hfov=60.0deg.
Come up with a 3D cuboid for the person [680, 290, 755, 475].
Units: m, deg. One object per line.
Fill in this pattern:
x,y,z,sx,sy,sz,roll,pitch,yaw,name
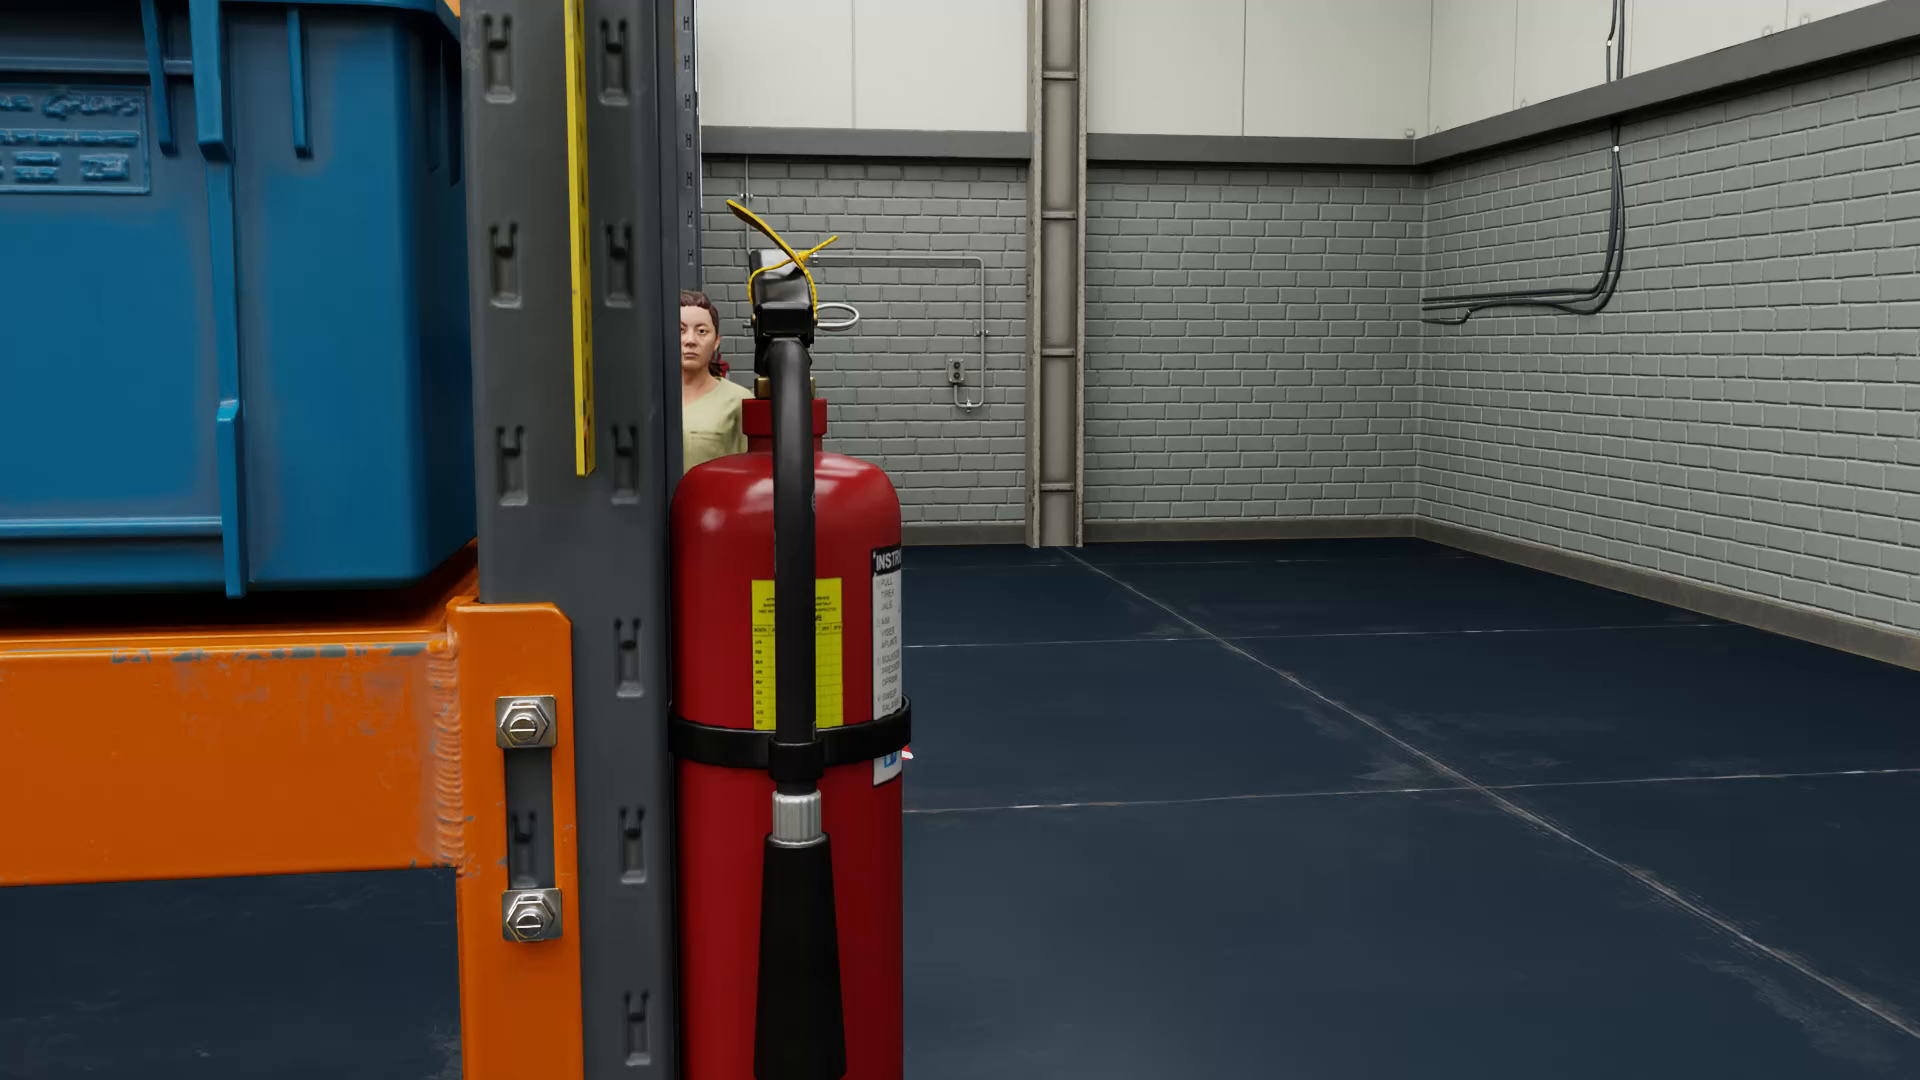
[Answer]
-0.821,0.096,5.042,0.457,1.690,0.349,0,7,0,person
